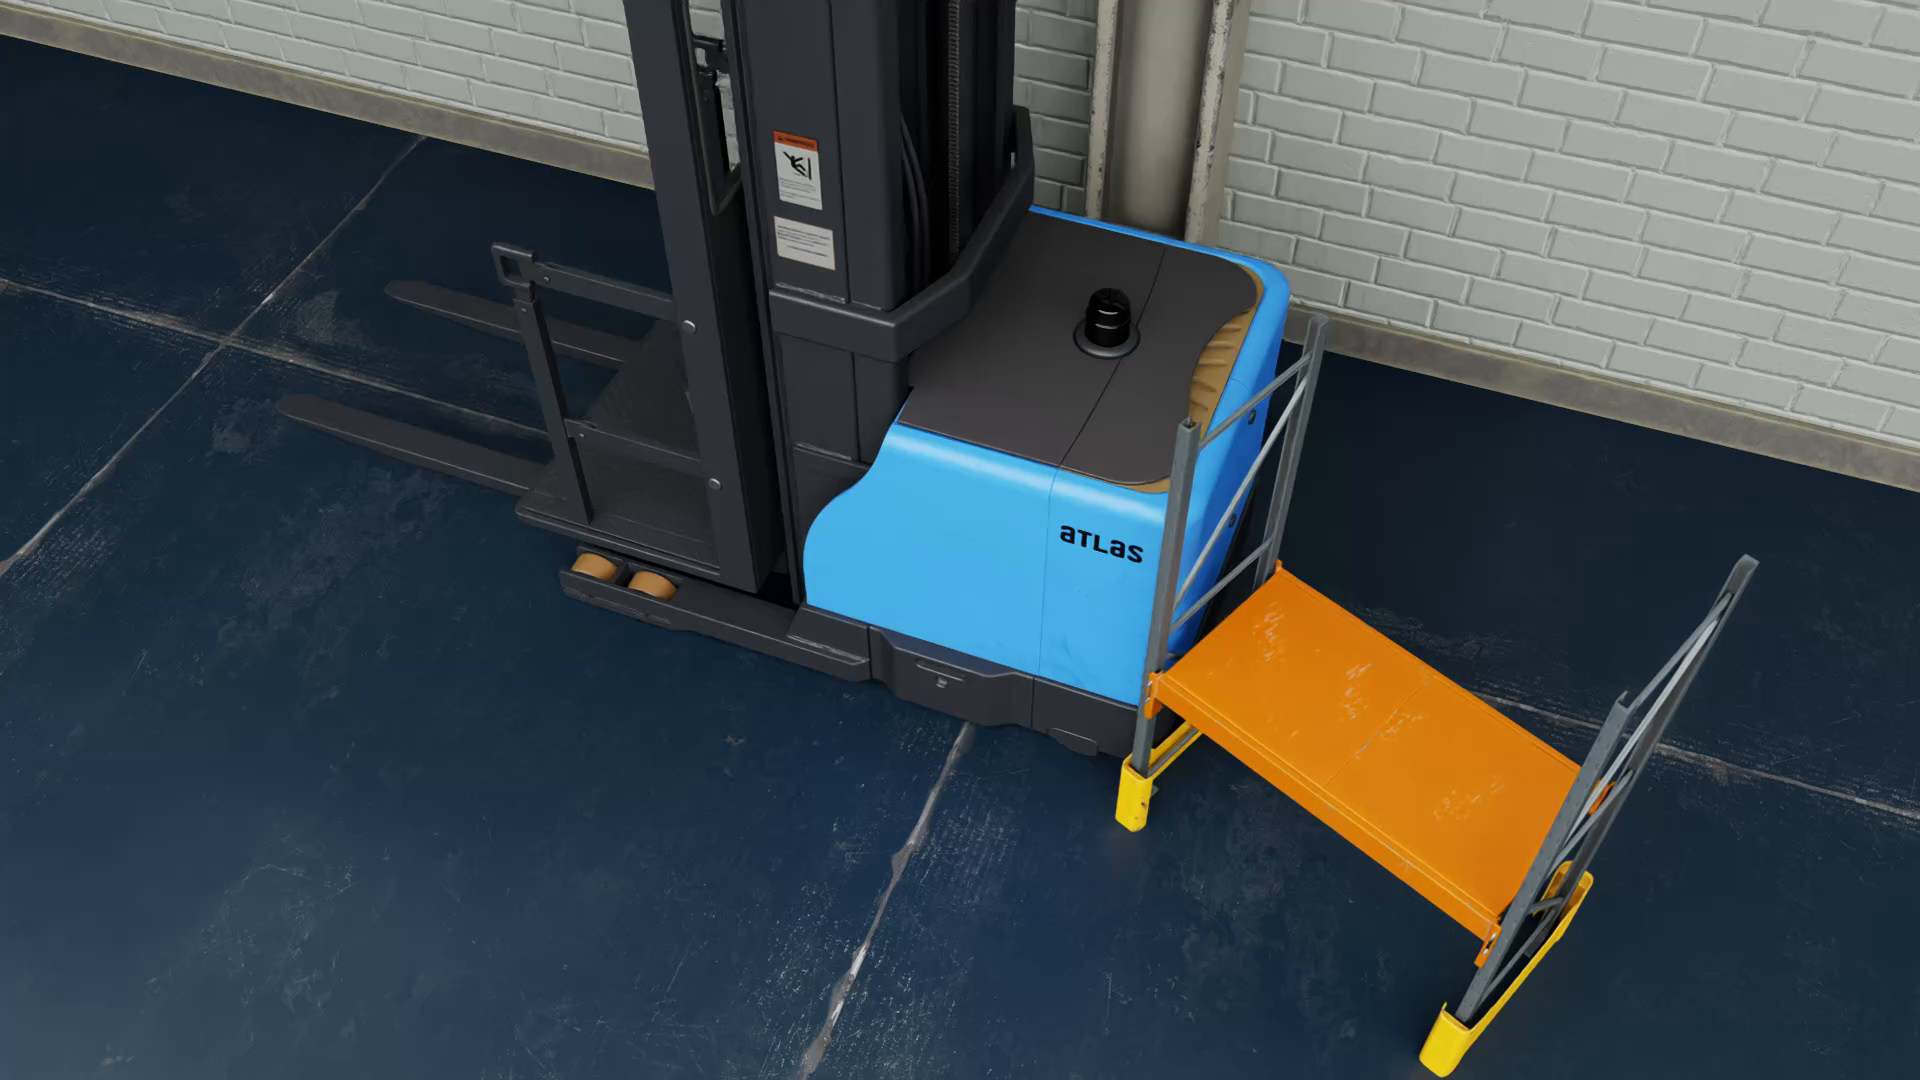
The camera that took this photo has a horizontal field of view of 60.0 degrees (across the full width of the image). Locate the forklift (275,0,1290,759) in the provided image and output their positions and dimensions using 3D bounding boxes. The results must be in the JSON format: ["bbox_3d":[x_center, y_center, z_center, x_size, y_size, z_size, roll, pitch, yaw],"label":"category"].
[{"bbox_3d":[-0.667,-1.061,4.230,3.031,2.935,1.130,16,51,14],"label":"forklift"}]

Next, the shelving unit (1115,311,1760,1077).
[{"bbox_3d":[1.011,0.397,3.913,1.083,1.500,0.587,36,58,27],"label":"shelving unit"}]

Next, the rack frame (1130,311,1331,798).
[{"bbox_3d":[0.640,0.124,4.150,0.032,1.500,0.500,36,58,27],"label":"rack frame"}]

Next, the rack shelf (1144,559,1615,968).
[{"bbox_3d":[1.004,0.510,4.053,1.000,0.185,0.538,36,58,27],"label":"rack shelf"}]

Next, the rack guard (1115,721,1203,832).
[{"bbox_3d":[0.654,0.544,4.613,0.087,0.250,0.587,36,58,27],"label":"rack guard"}]

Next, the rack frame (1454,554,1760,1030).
[{"bbox_3d":[1.368,0.661,3.685,0.032,1.500,0.500,36,58,27],"label":"rack frame"}]

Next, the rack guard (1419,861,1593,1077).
[{"bbox_3d":[1.367,1.069,4.158,0.087,0.250,0.587,36,58,27],"label":"rack guard"}]
